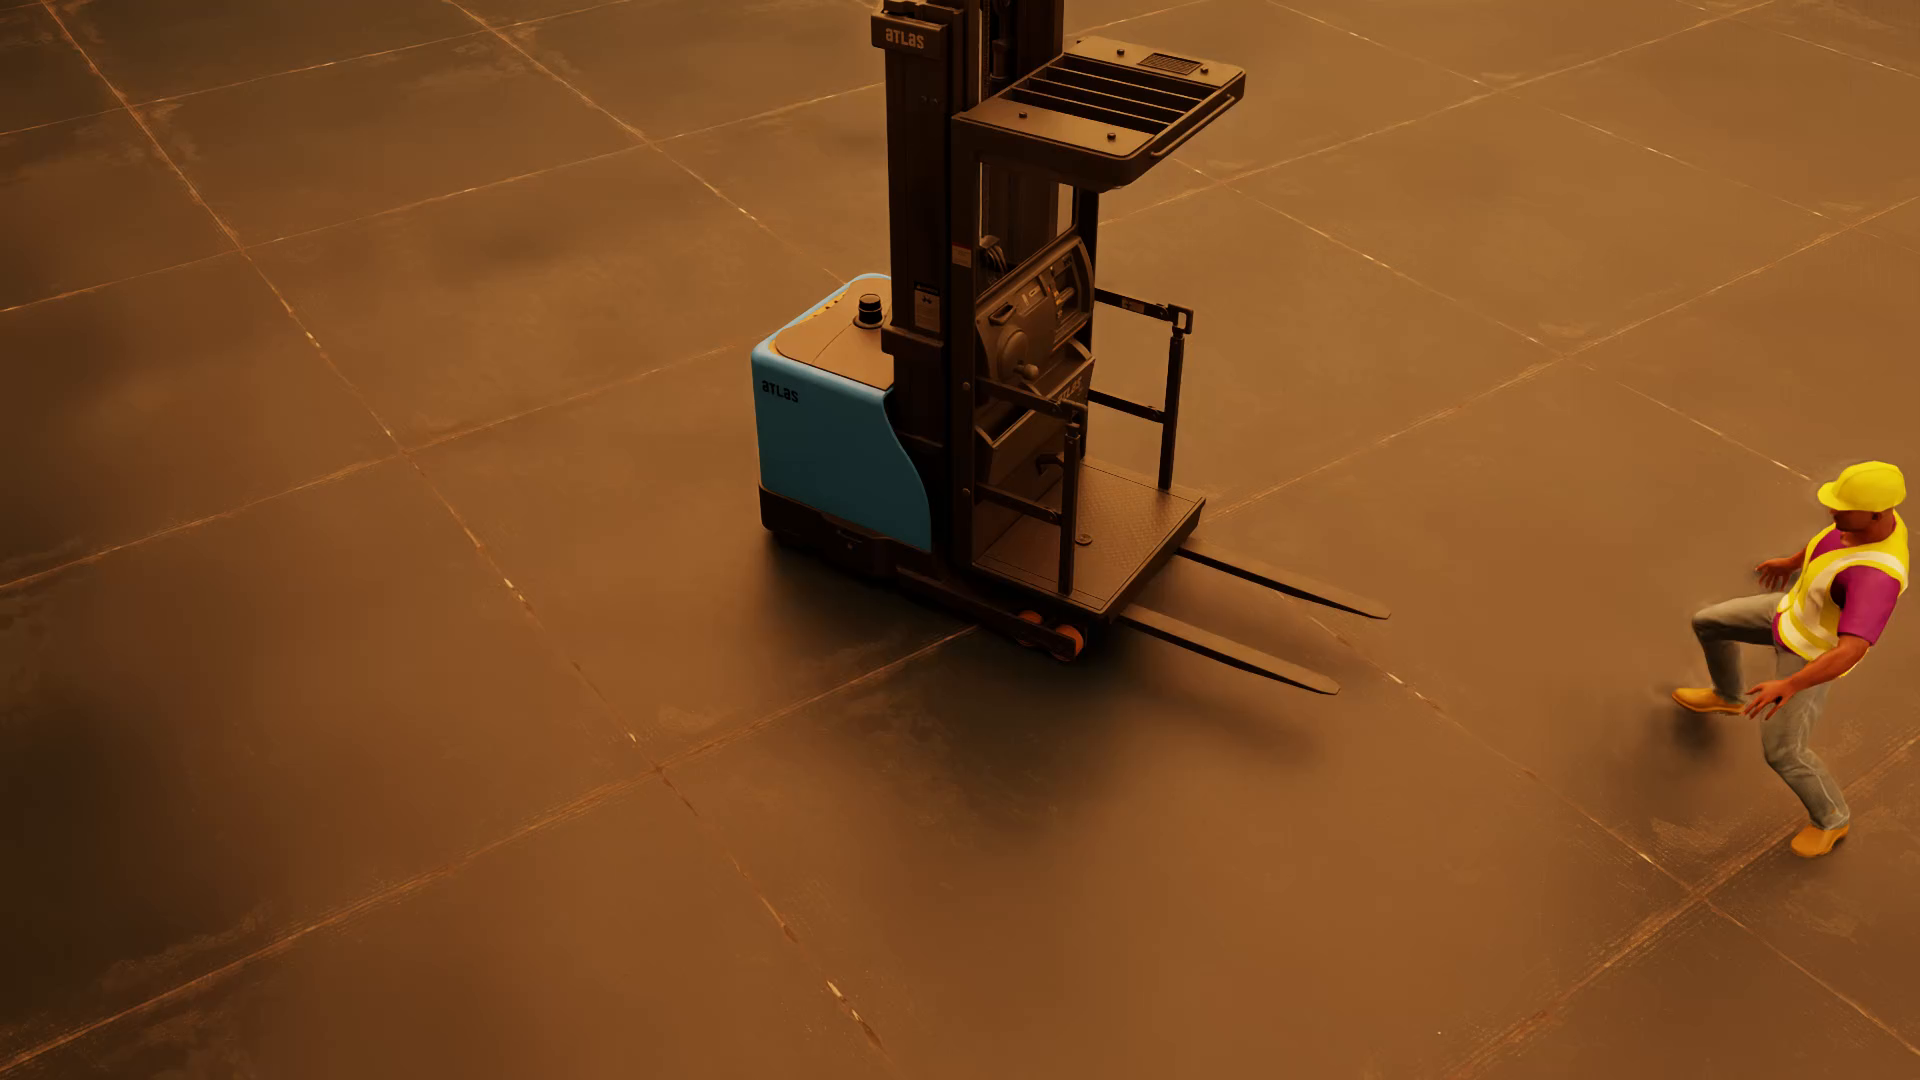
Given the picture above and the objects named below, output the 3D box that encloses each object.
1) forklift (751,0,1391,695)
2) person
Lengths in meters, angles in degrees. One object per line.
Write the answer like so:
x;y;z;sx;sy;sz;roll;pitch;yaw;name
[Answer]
0.514;-0.985;7.276;3.031;2.935;1.130;21;41;26;forklift
3.350;0.374;6.564;0.699;1.631;1.021;10;38;14;person
